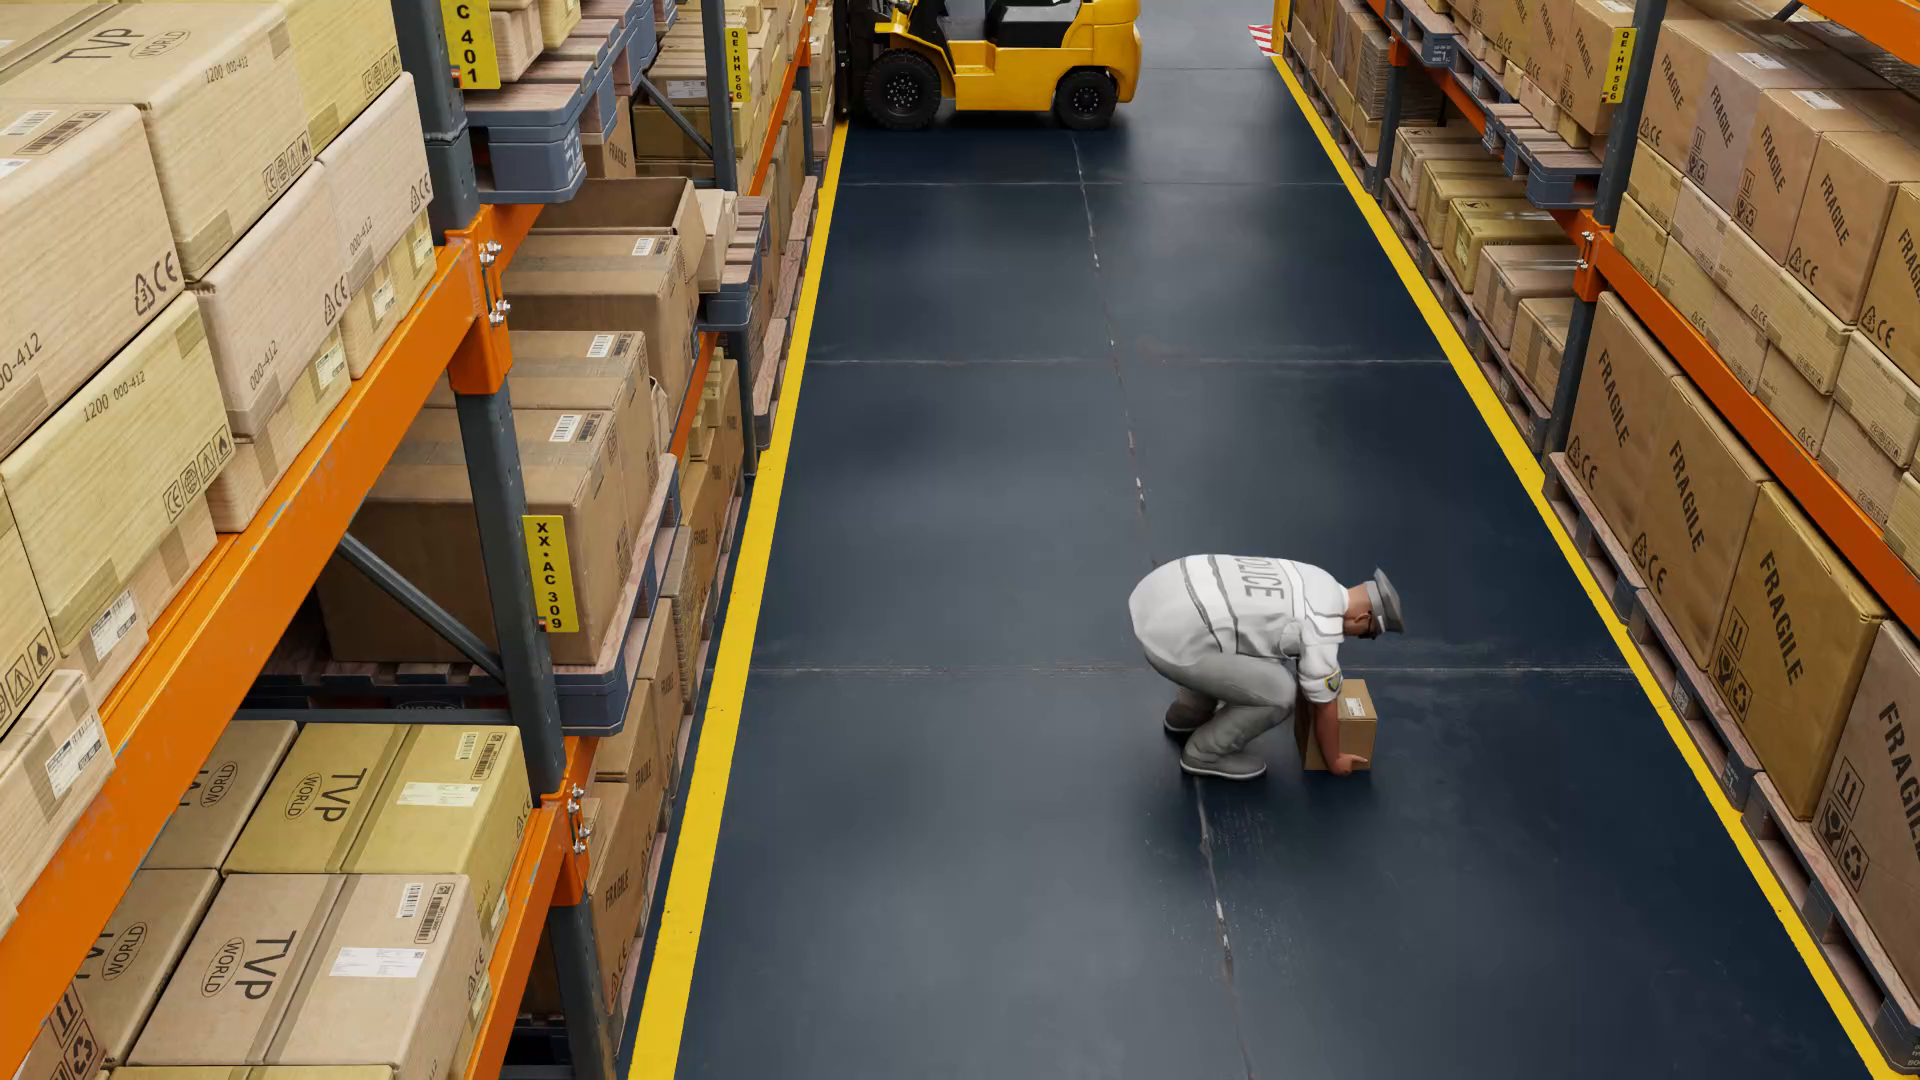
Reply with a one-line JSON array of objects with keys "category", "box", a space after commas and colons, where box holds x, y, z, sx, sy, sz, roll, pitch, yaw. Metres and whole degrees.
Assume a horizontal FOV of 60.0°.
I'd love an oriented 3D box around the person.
[{"category": "person", "box": [1.145, 0.458, 6.267, 1.031, 0.865, 0.530, -1, 31, -2]}]
